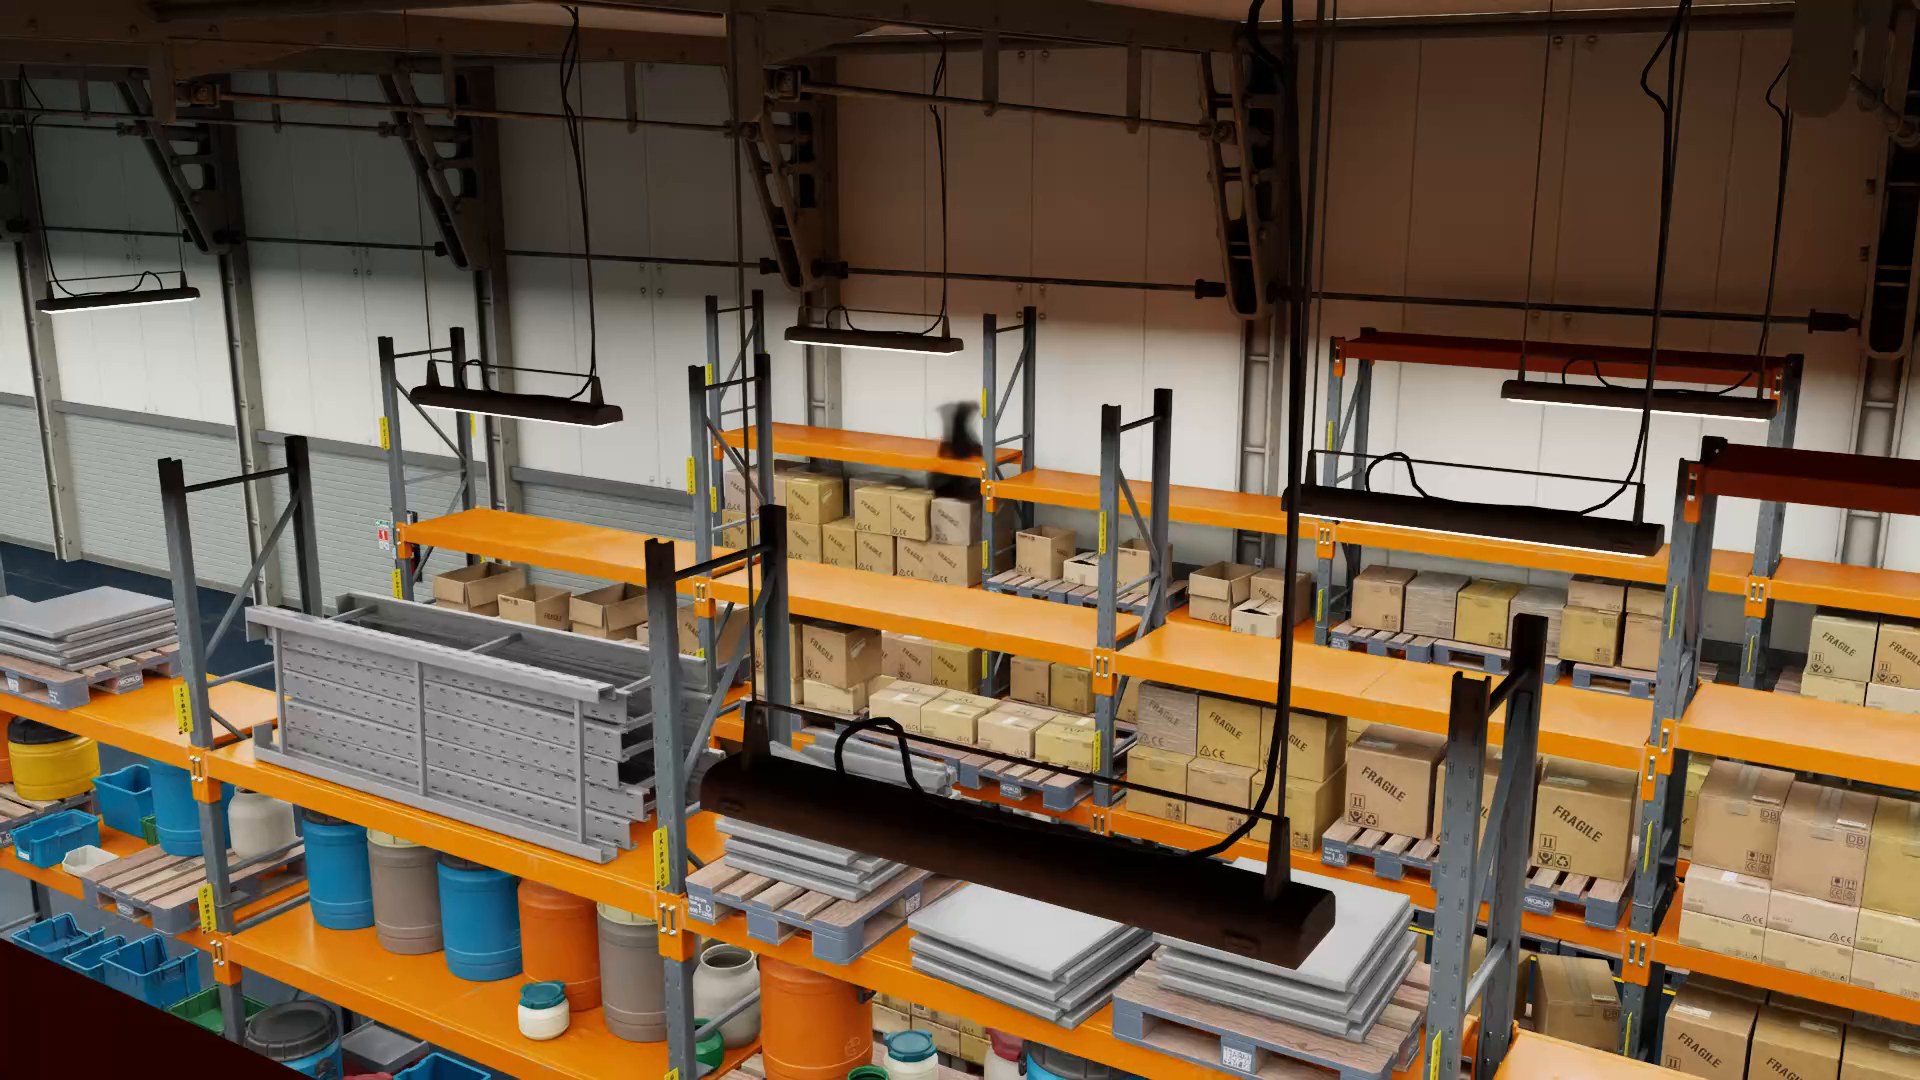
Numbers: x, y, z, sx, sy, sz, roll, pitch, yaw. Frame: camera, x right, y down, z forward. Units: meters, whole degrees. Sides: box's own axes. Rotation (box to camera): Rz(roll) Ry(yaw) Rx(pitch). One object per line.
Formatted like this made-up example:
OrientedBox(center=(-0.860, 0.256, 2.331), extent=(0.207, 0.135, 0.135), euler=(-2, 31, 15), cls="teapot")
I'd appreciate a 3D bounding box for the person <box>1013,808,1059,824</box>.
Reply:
OrientedBox(center=(0.876, 3.117, 17.033), extent=(0.807, 1.711, 0.545), euler=(-12, 18, -40), cls="person")
